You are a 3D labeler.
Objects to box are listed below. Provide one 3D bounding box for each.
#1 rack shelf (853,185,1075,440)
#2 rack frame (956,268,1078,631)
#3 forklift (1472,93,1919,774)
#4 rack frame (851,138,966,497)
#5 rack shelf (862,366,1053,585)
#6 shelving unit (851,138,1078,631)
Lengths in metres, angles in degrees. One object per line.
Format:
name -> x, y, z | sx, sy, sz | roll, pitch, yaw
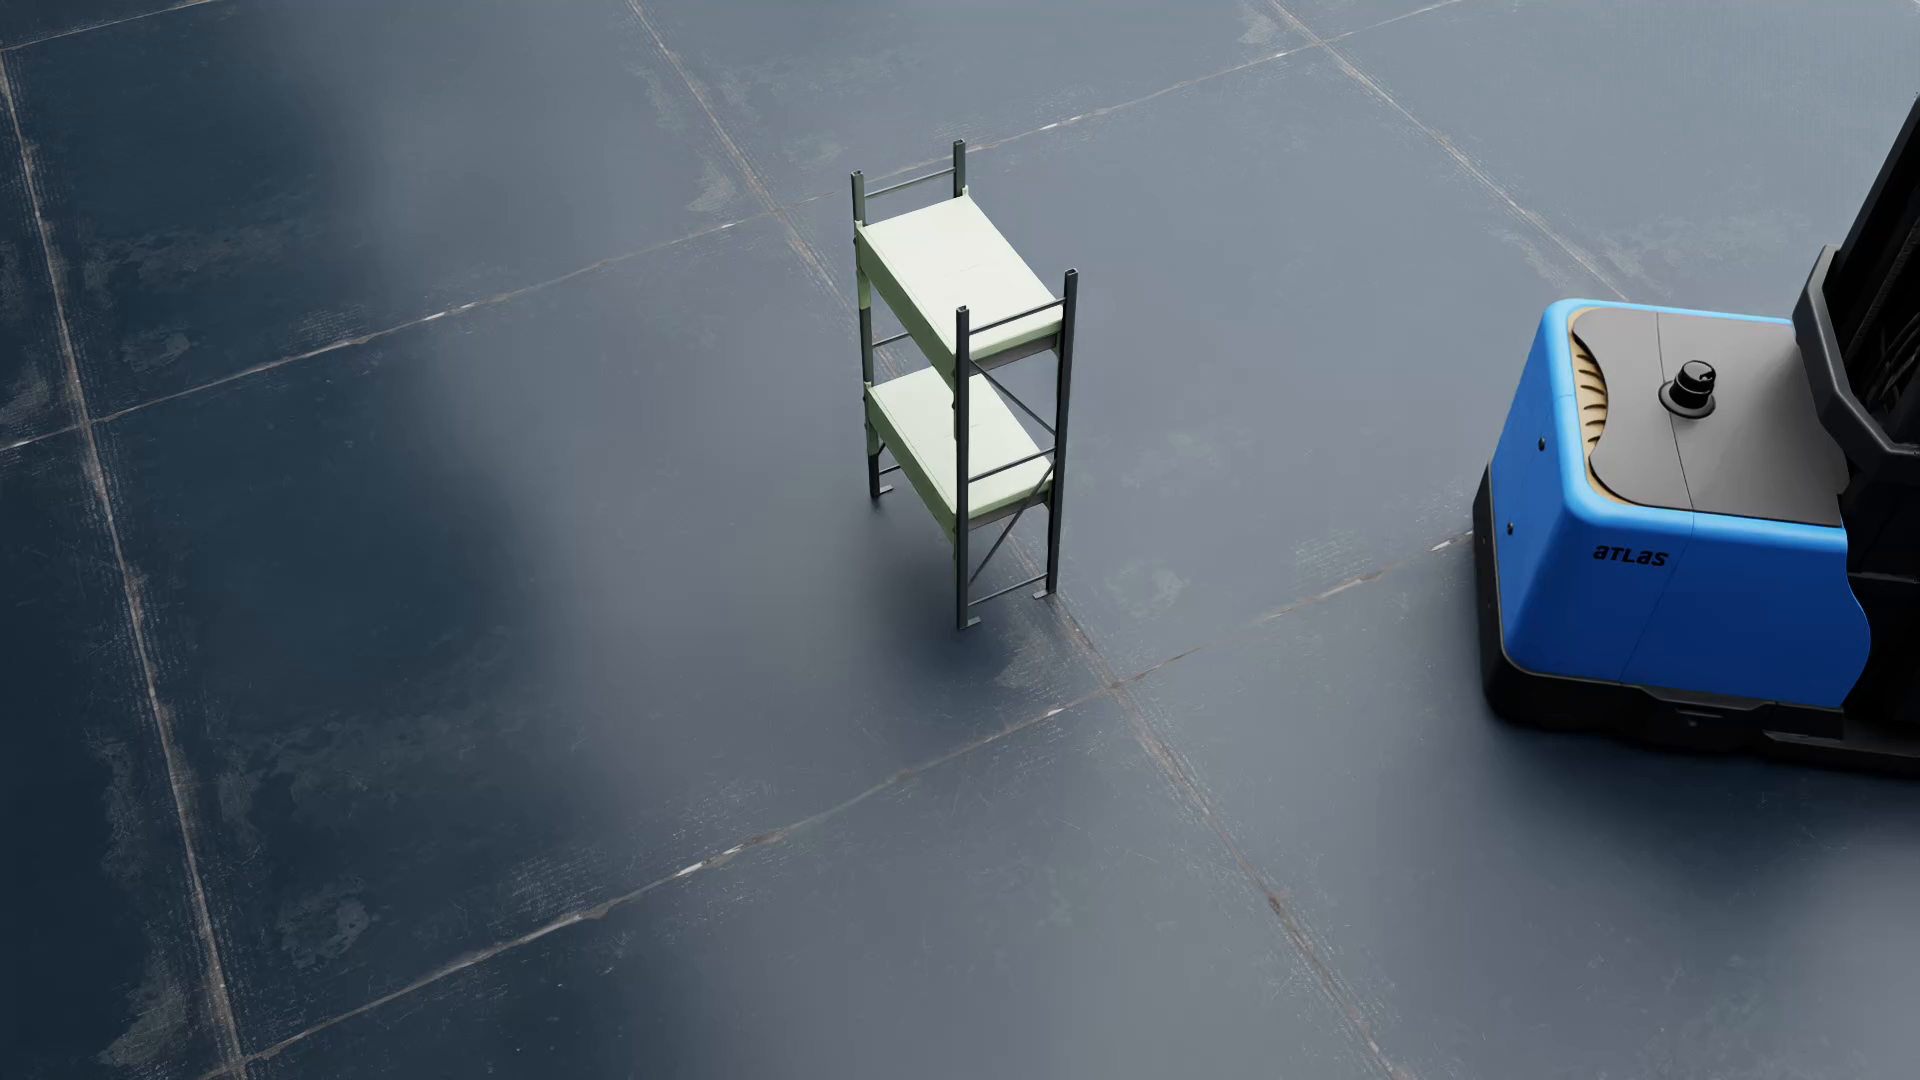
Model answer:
rack shelf -> 0.003, -0.746, 5.388 | 0.431, 0.370, 0.720 | -21, 52, -18
rack frame -> 0.171, -0.244, 5.467 | 0.400, 1.500, 0.023 | -21, 52, -18
forklift -> 3.359, -0.545, 4.779 | 3.031, 2.935, 1.130 | 7, 49, 6
rack frame -> -0.164, -0.734, 5.896 | 0.400, 1.500, 0.023 | -21, 52, -18
rack shelf -> 0.003, -0.275, 5.927 | 0.431, 0.370, 0.720 | -21, 52, -18
shelving unit -> 0.003, -0.489, 5.682 | 0.431, 1.500, 0.755 | -21, 52, -18
